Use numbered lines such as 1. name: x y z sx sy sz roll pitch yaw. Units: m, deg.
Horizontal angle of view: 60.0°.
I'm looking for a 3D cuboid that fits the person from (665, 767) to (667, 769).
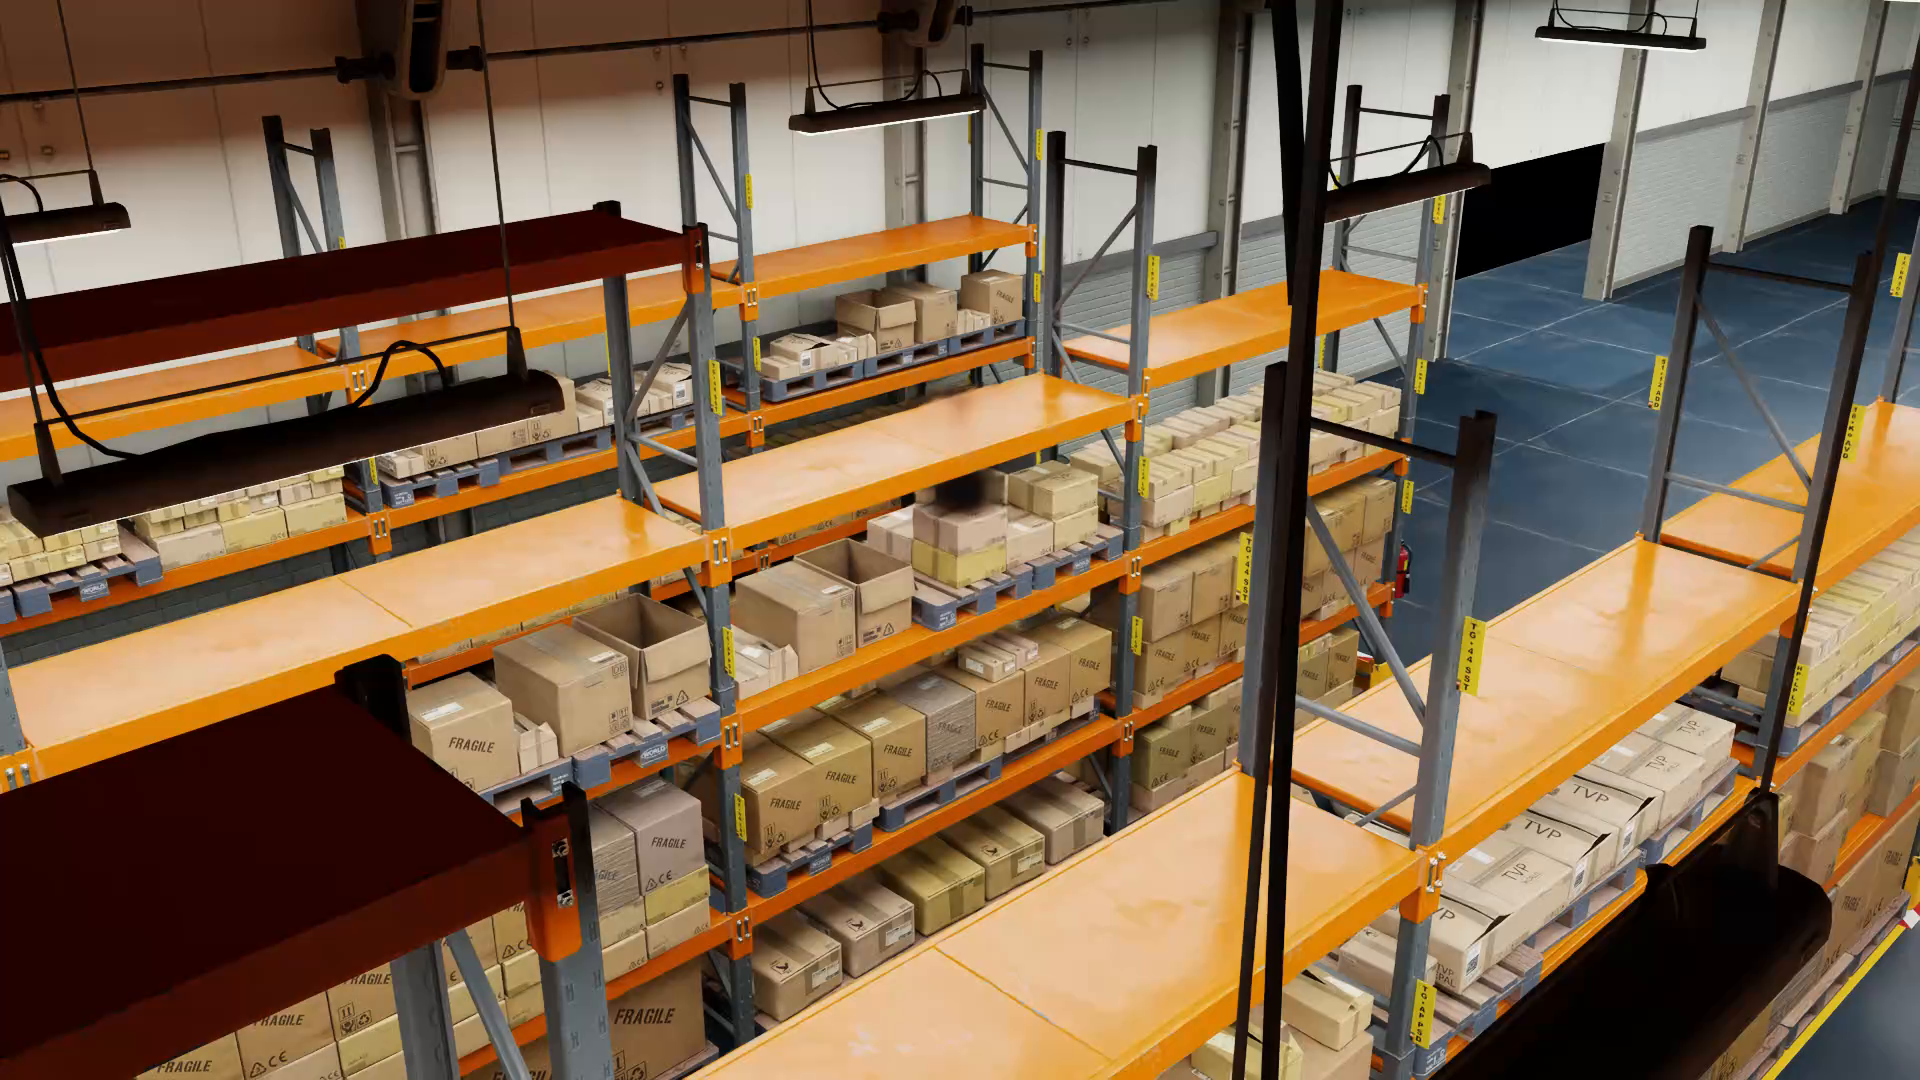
1. person: -2.665 1.844 14.006 0.657 1.763 1.000 17 28 35
